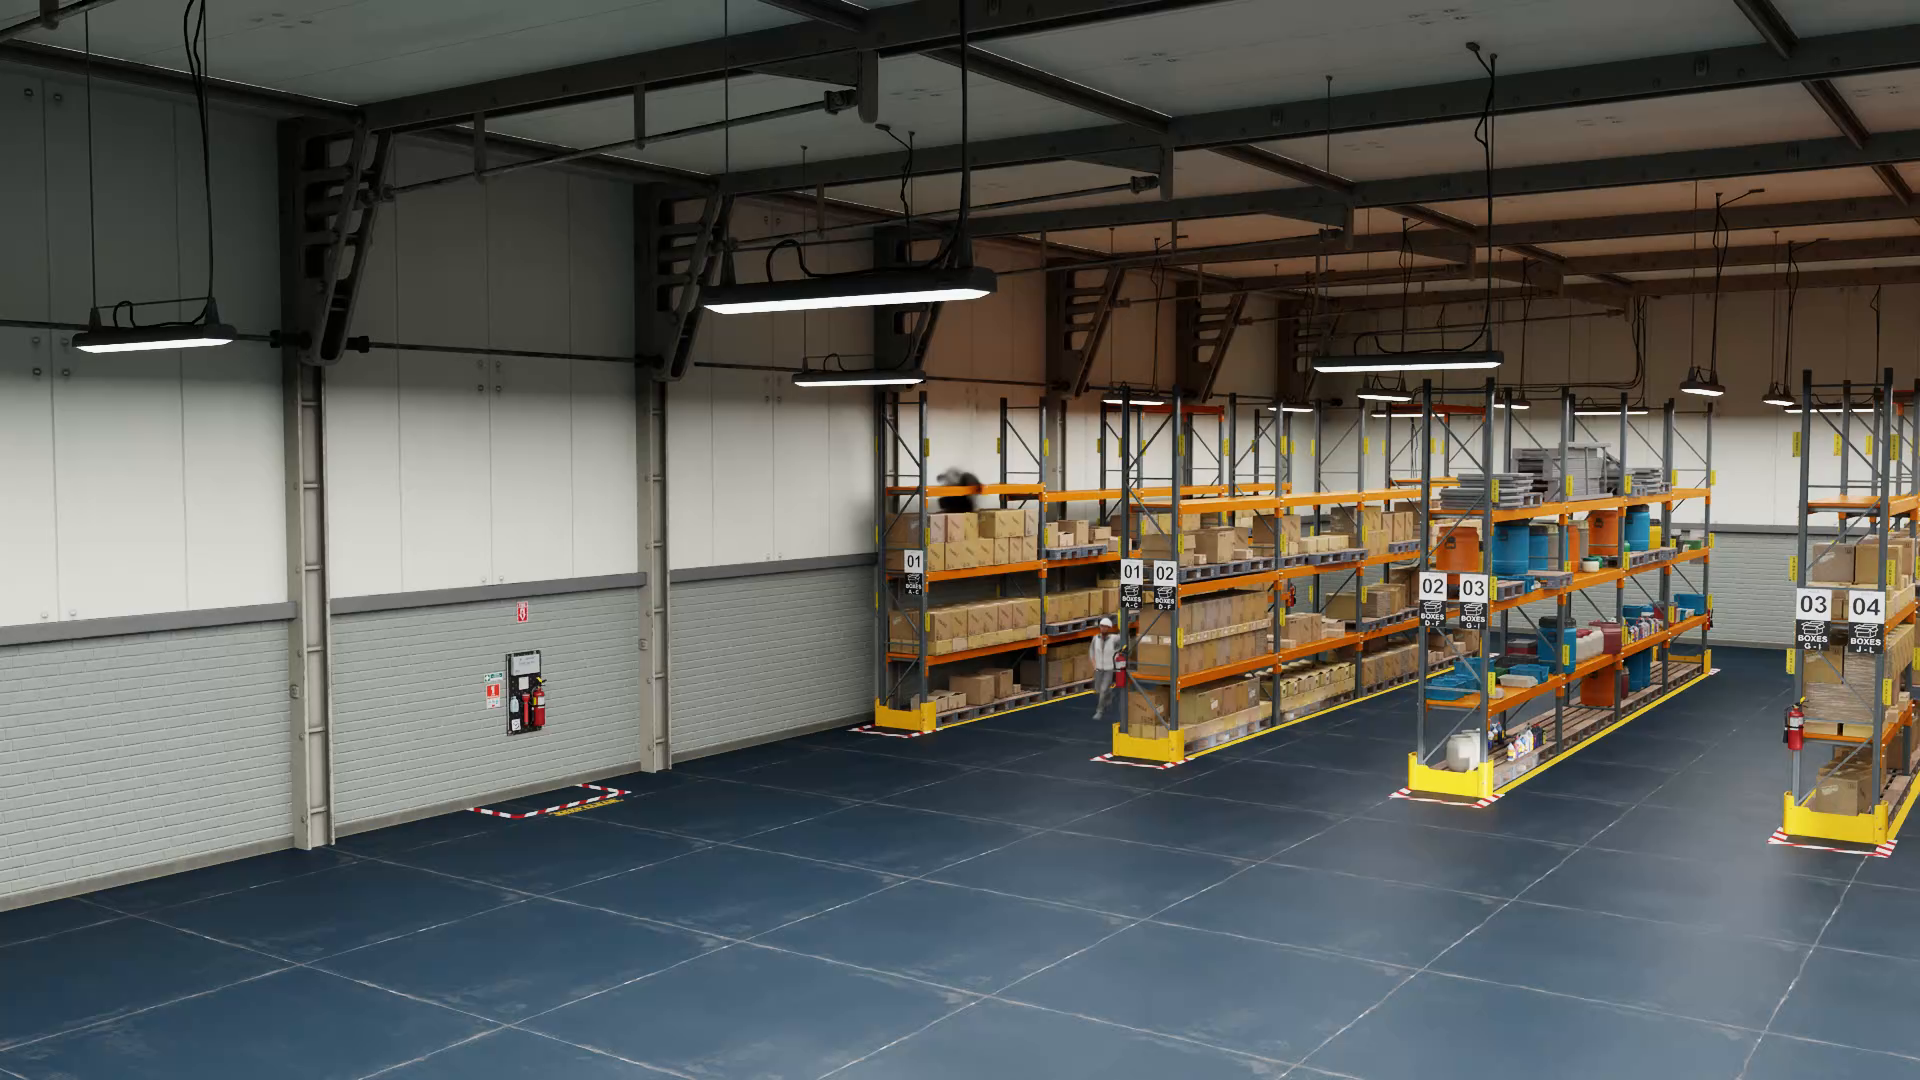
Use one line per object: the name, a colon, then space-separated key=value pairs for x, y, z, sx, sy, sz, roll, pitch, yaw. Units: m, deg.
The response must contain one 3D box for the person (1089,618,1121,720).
person: x=2.576 y=2.237 z=29.111 sx=0.684 sy=1.756 sz=0.789 roll=2 pitch=4 yaw=27
